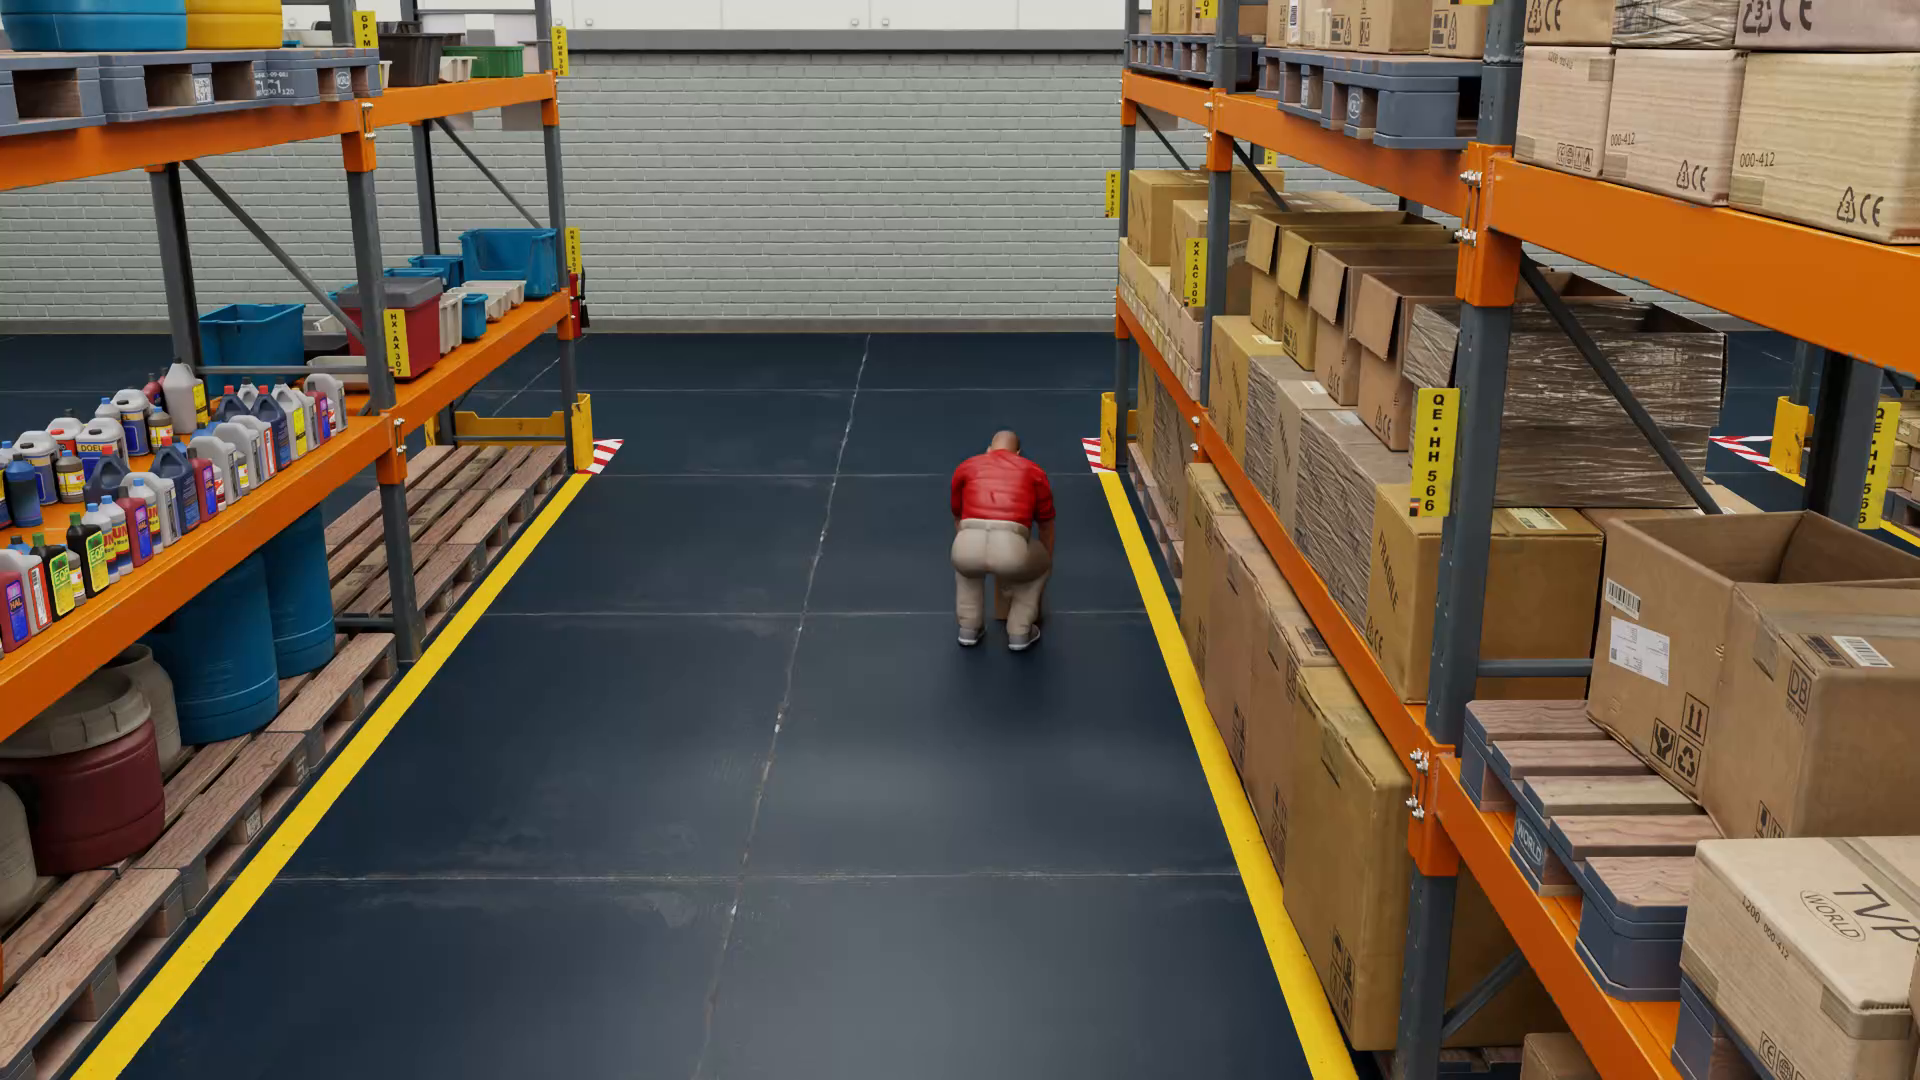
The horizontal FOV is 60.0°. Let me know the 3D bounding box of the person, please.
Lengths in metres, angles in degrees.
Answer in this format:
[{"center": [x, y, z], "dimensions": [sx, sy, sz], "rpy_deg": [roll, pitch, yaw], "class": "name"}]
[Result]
[{"center": [0.194, 0.008, 8.759], "dimensions": [0.572, 1.026, 0.860], "rpy_deg": [4, 18, 14], "class": "person"}]
